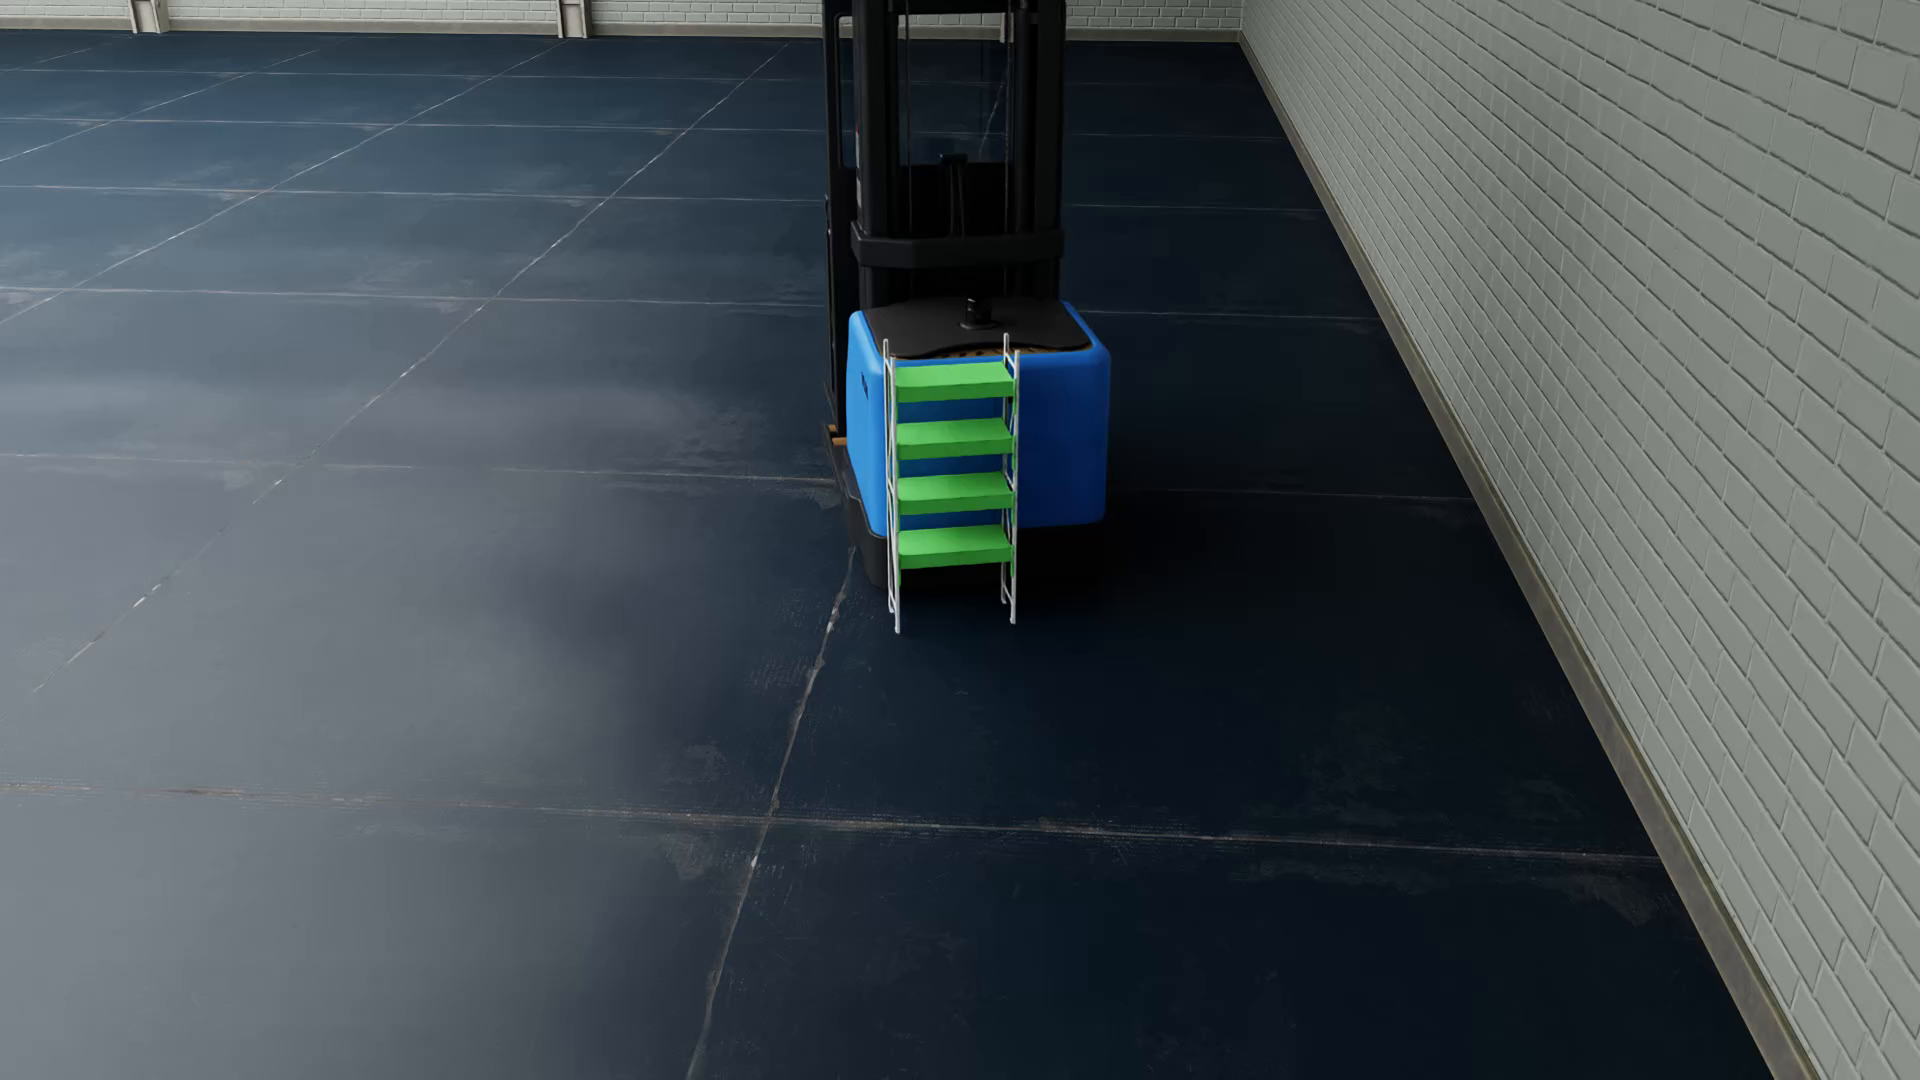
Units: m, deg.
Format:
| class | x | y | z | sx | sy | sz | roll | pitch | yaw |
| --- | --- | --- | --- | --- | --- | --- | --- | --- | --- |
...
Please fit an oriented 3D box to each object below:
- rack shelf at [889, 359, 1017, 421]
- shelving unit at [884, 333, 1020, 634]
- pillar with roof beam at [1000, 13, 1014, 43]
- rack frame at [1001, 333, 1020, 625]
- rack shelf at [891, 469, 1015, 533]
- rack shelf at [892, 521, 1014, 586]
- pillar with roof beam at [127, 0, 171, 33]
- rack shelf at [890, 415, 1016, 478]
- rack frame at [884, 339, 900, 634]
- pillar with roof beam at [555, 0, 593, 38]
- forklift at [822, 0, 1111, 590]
| class | x | y | z | sx | sy | sz | roll | pitch | yaw |
| --- | --- | --- | --- | --- | --- | --- | --- | --- | --- |
| rack shelf | -0.035 | -0.599 | 6.621 | 0.480 | 0.148 | 0.258 | -4 | 25 | -9 |
| shelving unit | -0.035 | -0.221 | 6.795 | 0.503 | 1.200 | 0.258 | -4 | 25 | -9 |
| pillar with roof beam | 0.415 | -8.976 | 16.492 | 0.400 | 9.000 | 9.100 | 2 | 25 | 4 |
| rack frame | 0.205 | -0.239 | 6.833 | 0.015 | 1.200 | 0.240 | -4 | 25 | -9 |
| rack shelf | -0.035 | -0.163 | 6.822 | 0.480 | 0.148 | 0.258 | -4 | 25 | -9 |
| rack shelf | -0.035 | 0.055 | 6.922 | 0.480 | 0.148 | 0.258 | -4 | 25 | -9 |
| pillar with roof beam | -11.550 | -9.360 | 17.326 | 0.400 | 9.000 | 9.100 | 2 | 25 | 4 |
| rack shelf | -0.035 | -0.381 | 6.722 | 0.480 | 0.148 | 0.258 | -4 | 25 | -9 |
| rack frame | -0.276 | -0.204 | 6.758 | 0.015 | 1.200 | 0.240 | -4 | 25 | -9 |
| pillar with roof beam | -5.568 | -9.168 | 16.909 | 0.400 | 9.000 | 9.100 | 2 | 25 | 4 |
| forklift | -0.111 | -1.707 | 7.954 | 1.130 | 2.935 | 3.031 | -4 | 25 | -9 |
